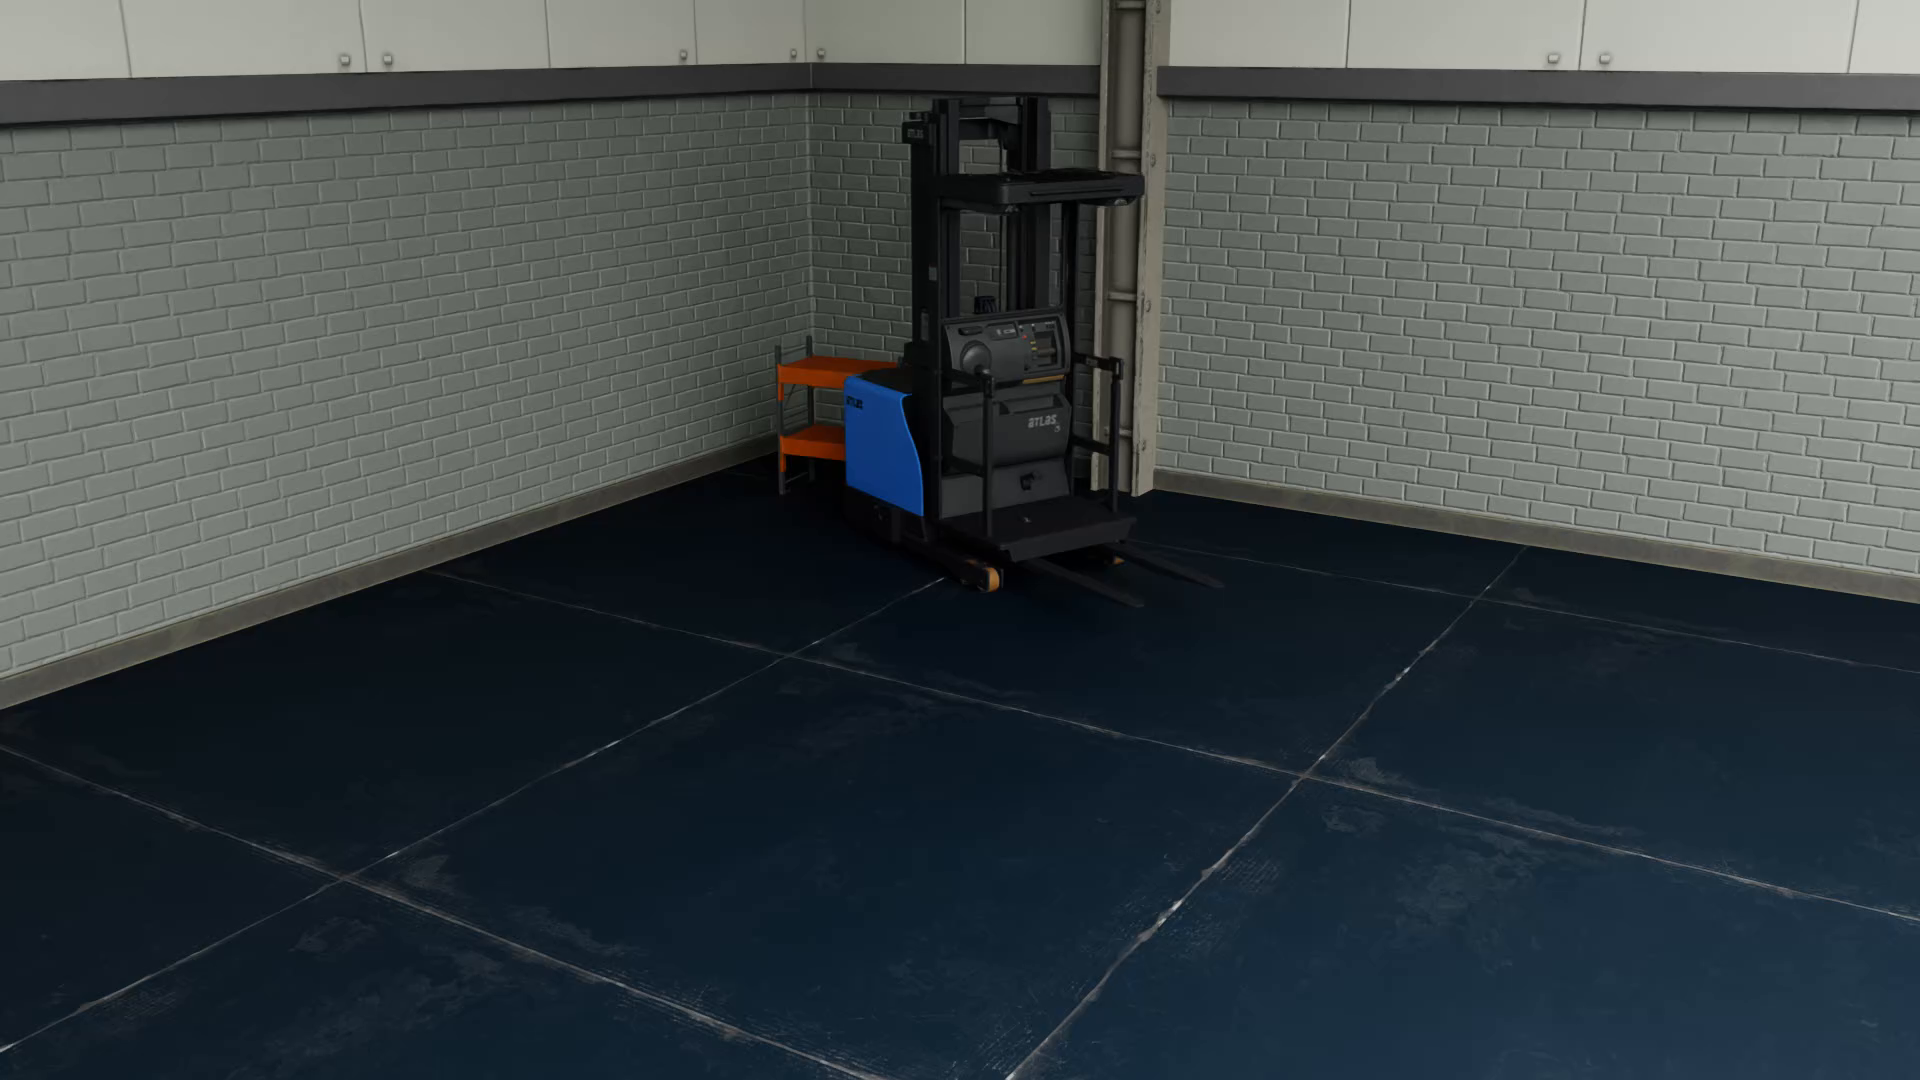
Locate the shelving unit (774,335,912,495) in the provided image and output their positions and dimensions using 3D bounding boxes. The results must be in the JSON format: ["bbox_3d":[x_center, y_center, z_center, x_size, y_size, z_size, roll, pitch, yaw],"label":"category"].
[{"bbox_3d":[-0.781,-0.885,12.360,1.048,1.125,0.538,8,19,24],"label":"shelving unit"}]

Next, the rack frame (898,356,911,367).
[{"bbox_3d":[-0.321,-0.823,12.154,0.032,1.125,0.500,8,19,24],"label":"rack frame"}]

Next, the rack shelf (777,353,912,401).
[{"bbox_3d":[-0.781,-1.165,12.275,1.000,0.278,0.538,8,19,24],"label":"rack shelf"}]

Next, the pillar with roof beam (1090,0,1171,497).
[{"bbox_3d":[-1.017,-3.630,7.849,0.400,9.000,9.100,10,20,30],"label":"pillar with roof beam"}]

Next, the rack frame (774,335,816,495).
[{"bbox_3d":[-1.242,-0.948,12.566,0.032,1.125,0.500,8,19,24],"label":"rack frame"}]

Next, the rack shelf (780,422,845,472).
[{"bbox_3d":[-0.781,-0.651,12.431,1.000,0.278,0.538,8,19,24],"label":"rack shelf"}]

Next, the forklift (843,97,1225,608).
[{"bbox_3d":[0.427,-1.230,10.388,1.130,2.935,3.031,-11,20,-32],"label":"forklift"}]
